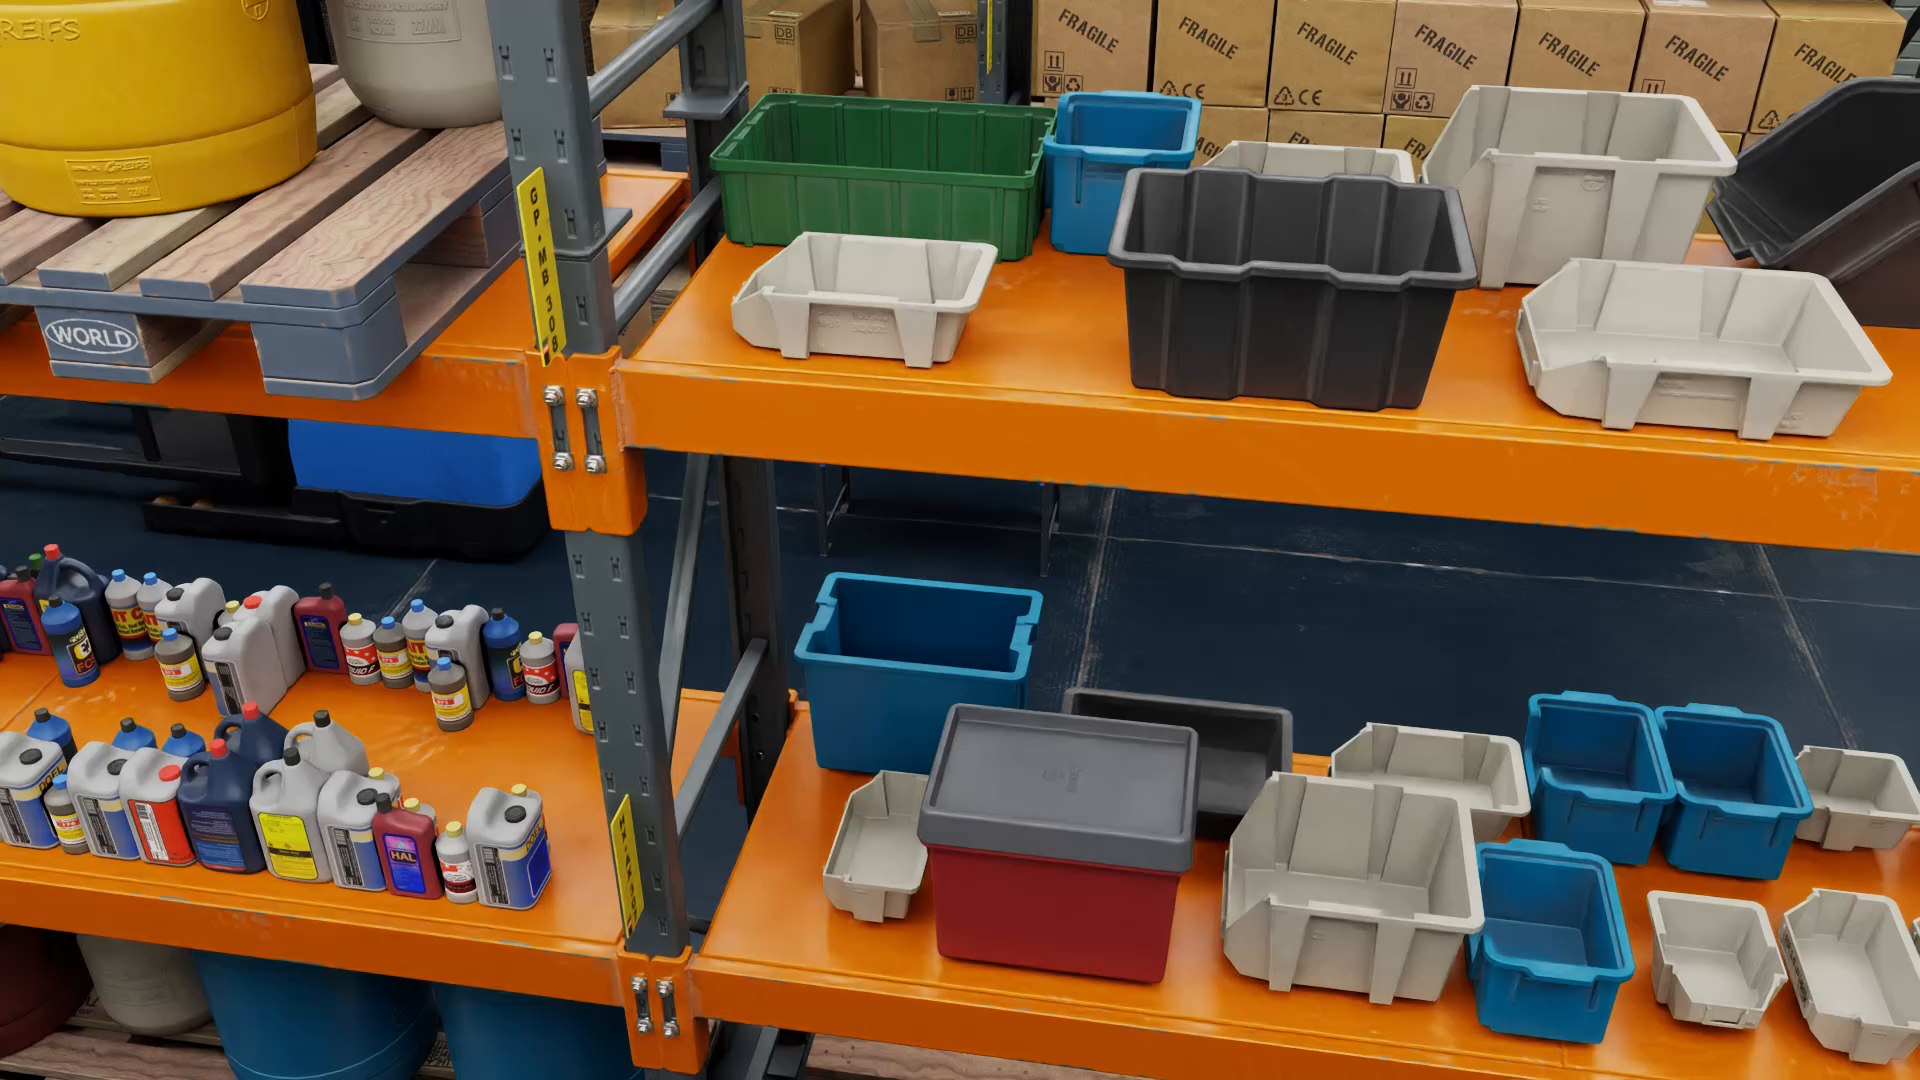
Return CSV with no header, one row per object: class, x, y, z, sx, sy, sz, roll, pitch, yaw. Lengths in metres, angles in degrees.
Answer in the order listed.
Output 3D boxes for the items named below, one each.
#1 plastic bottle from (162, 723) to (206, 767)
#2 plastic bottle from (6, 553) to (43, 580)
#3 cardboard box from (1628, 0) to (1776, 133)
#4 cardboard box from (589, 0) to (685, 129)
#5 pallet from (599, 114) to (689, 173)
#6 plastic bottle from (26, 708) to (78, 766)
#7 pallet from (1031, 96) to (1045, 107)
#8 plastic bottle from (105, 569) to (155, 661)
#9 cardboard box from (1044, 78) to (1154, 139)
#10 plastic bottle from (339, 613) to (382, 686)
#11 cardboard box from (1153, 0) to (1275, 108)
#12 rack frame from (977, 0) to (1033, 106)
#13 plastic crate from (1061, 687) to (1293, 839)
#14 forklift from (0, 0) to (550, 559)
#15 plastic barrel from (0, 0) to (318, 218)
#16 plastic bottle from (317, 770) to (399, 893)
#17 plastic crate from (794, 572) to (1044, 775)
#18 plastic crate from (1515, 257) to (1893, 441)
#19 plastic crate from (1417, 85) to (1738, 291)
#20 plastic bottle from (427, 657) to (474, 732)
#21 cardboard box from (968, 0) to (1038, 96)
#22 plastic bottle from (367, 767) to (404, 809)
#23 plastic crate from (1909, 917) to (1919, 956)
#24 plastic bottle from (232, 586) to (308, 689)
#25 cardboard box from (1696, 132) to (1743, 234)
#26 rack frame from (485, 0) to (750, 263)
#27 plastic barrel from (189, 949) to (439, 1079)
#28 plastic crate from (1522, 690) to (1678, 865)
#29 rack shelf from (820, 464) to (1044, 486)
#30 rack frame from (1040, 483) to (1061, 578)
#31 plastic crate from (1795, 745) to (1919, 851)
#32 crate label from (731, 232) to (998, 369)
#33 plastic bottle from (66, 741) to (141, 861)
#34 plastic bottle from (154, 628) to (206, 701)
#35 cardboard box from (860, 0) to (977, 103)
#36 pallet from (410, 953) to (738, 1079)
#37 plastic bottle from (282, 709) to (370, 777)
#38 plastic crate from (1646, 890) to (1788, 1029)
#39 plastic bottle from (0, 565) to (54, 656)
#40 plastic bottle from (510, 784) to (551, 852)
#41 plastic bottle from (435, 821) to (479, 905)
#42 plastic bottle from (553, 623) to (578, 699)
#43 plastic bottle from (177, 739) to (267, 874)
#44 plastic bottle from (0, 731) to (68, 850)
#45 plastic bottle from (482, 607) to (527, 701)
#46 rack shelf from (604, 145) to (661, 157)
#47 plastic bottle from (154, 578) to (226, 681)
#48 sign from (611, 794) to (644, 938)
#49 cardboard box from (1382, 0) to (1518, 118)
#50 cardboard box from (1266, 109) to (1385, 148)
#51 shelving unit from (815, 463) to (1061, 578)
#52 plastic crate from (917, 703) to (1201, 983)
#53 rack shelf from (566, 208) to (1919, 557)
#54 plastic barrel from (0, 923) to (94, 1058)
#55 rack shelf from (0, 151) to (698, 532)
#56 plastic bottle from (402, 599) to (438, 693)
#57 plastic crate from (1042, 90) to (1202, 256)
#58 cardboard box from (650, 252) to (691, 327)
plastic bottle,-1.911,0.572,4.131,0.097,0.271,0.097,0,32,0
plastic bottle,-2.646,0.163,4.772,0.133,0.283,0.061,5,32,8
cardboard box,3.183,-2.112,7.261,0.500,0.500,0.500,6,33,10
cardboard box,-1.529,-2.408,8.281,0.500,0.500,0.700,-3,32,-4
pallet,-1.802,-2.167,8.566,1.213,0.211,1.003,5,32,8
plastic bottle,-2.273,0.539,4.183,0.097,0.271,0.097,0,32,0
pallet,0.280,-3.501,13.145,1.213,0.211,1.003,5,32,8
plastic bottle,-2.353,0.205,4.717,0.097,0.271,0.097,0,32,0
cardboard box,0.680,-1.917,7.891,0.500,0.500,0.500,6,33,9
plastic bottle,-1.668,0.297,4.636,0.097,0.201,0.097,0,32,0
cardboard box,1.149,-2.294,7.551,0.500,0.500,0.500,4,32,7
rack frame,0.223,-2.063,8.218,0.127,3.000,1.000,5,32,8
plastic crate,0.535,0.578,4.202,0.590,0.125,0.437,5,32,8
forklift,-3.357,-1.534,7.438,3.031,2.935,1.130,6,33,9
plastic barrel,-1.548,-0.977,3.083,0.600,0.588,0.600,0,32,0
plastic bottle,-1.417,0.681,3.951,0.135,0.276,0.152,5,32,8
plastic crate,-0.096,0.372,4.287,0.575,0.384,0.392,5,32,8
plastic crate,1.250,-0.330,2.871,0.530,0.136,0.437,5,32,8
plastic crate,1.196,-0.696,3.319,0.530,0.282,0.437,5,32,8
plastic bottle,-1.369,0.405,4.462,0.097,0.201,0.097,0,32,0
cardboard box,0.390,-3.911,12.801,0.750,0.750,0.750,6,32,9
plastic bottle,-1.414,0.646,4.078,0.097,0.201,0.097,0,32,0
plastic crate,2.212,0.959,3.582,0.243,0.136,0.396,5,32,8
plastic bottle,-1.919,0.257,4.629,0.135,0.276,0.152,5,32,8
cardboard box,3.167,-1.690,7.529,0.500,0.500,0.500,5,32,9
rack frame,-0.614,-2.015,2.488,0.127,3.000,1.000,5,32,8
plastic barrel,-1.845,1.118,4.718,0.708,0.901,0.600,5,32,8
plastic crate,1.547,0.592,4.079,0.300,0.233,0.416,5,32,8
rack shelf,-0.084,-0.491,7.460,1.000,0.185,0.538,5,32,8
rack frame,0.417,-0.598,7.292,0.032,1.500,0.500,5,32,8
plastic crate,2.170,0.644,4.085,0.298,0.136,0.250,5,32,8
crate label,-0.180,-0.437,3.043,0.466,0.136,0.293,5,32,8
plastic bottle,-2.047,0.624,4.042,0.135,0.276,0.152,5,32,8
plastic bottle,-2.150,0.335,4.575,0.097,0.201,0.097,0,32,0
cardboard box,-0.206,-2.442,8.335,0.500,0.500,0.700,-5,32,-8
pallet,-1.367,1.619,4.965,1.213,0.211,1.003,5,32,8
plastic bottle,-1.551,0.562,4.071,0.185,0.351,0.144,5,32,8
plastic crate,1.638,0.931,3.628,0.250,0.136,0.298,5,32,8
plastic bottle,-2.656,0.195,4.721,0.133,0.283,0.061,5,32,8
plastic bottle,-1.054,0.679,4.026,0.097,0.201,0.097,0,32,0
plastic bottle,-1.176,0.750,3.912,0.097,0.201,0.097,0,32,0
plastic bottle,-1.035,0.309,4.539,0.133,0.283,0.061,5,32,8
plastic bottle,-1.757,0.621,3.977,0.185,0.351,0.144,5,32,8
plastic bottle,-2.275,0.604,4.075,0.135,0.276,0.152,5,32,8
plastic bottle,-1.248,0.305,4.557,0.097,0.271,0.097,0,32,0
rack shelf,-1.748,-1.936,8.694,4.000,0.370,1.077,5,32,8
plastic bottle,-2.147,0.236,4.662,0.135,0.276,0.152,5,32,8
sign,-0.708,0.698,3.547,0.005,0.325,0.100,5,32,8
cardboard box,2.165,-2.202,7.404,0.500,0.500,0.500,6,33,10
cardboard box,1.678,-1.827,7.748,0.500,0.500,0.500,5,32,8
shelving unit,-0.084,-0.643,7.364,1.048,1.500,0.538,5,32,8
plastic crate,0.224,0.686,3.710,0.583,0.464,0.402,5,32,8
rack shelf,1.358,-0.260,3.190,4.000,0.370,1.077,5,32,8
plastic barrel,-2.959,1.150,4.962,0.708,0.588,0.600,5,32,8
rack shelf,-2.585,-0.617,3.760,4.000,0.370,1.077,5,32,8
plastic bottle,-1.476,0.284,4.590,0.097,0.271,0.097,0,32,0
plastic crate,0.337,-0.759,3.465,0.300,0.233,0.416,5,32,8
cardboard box,-1.292,-1.177,8.745,0.500,0.500,0.500,6,32,9
